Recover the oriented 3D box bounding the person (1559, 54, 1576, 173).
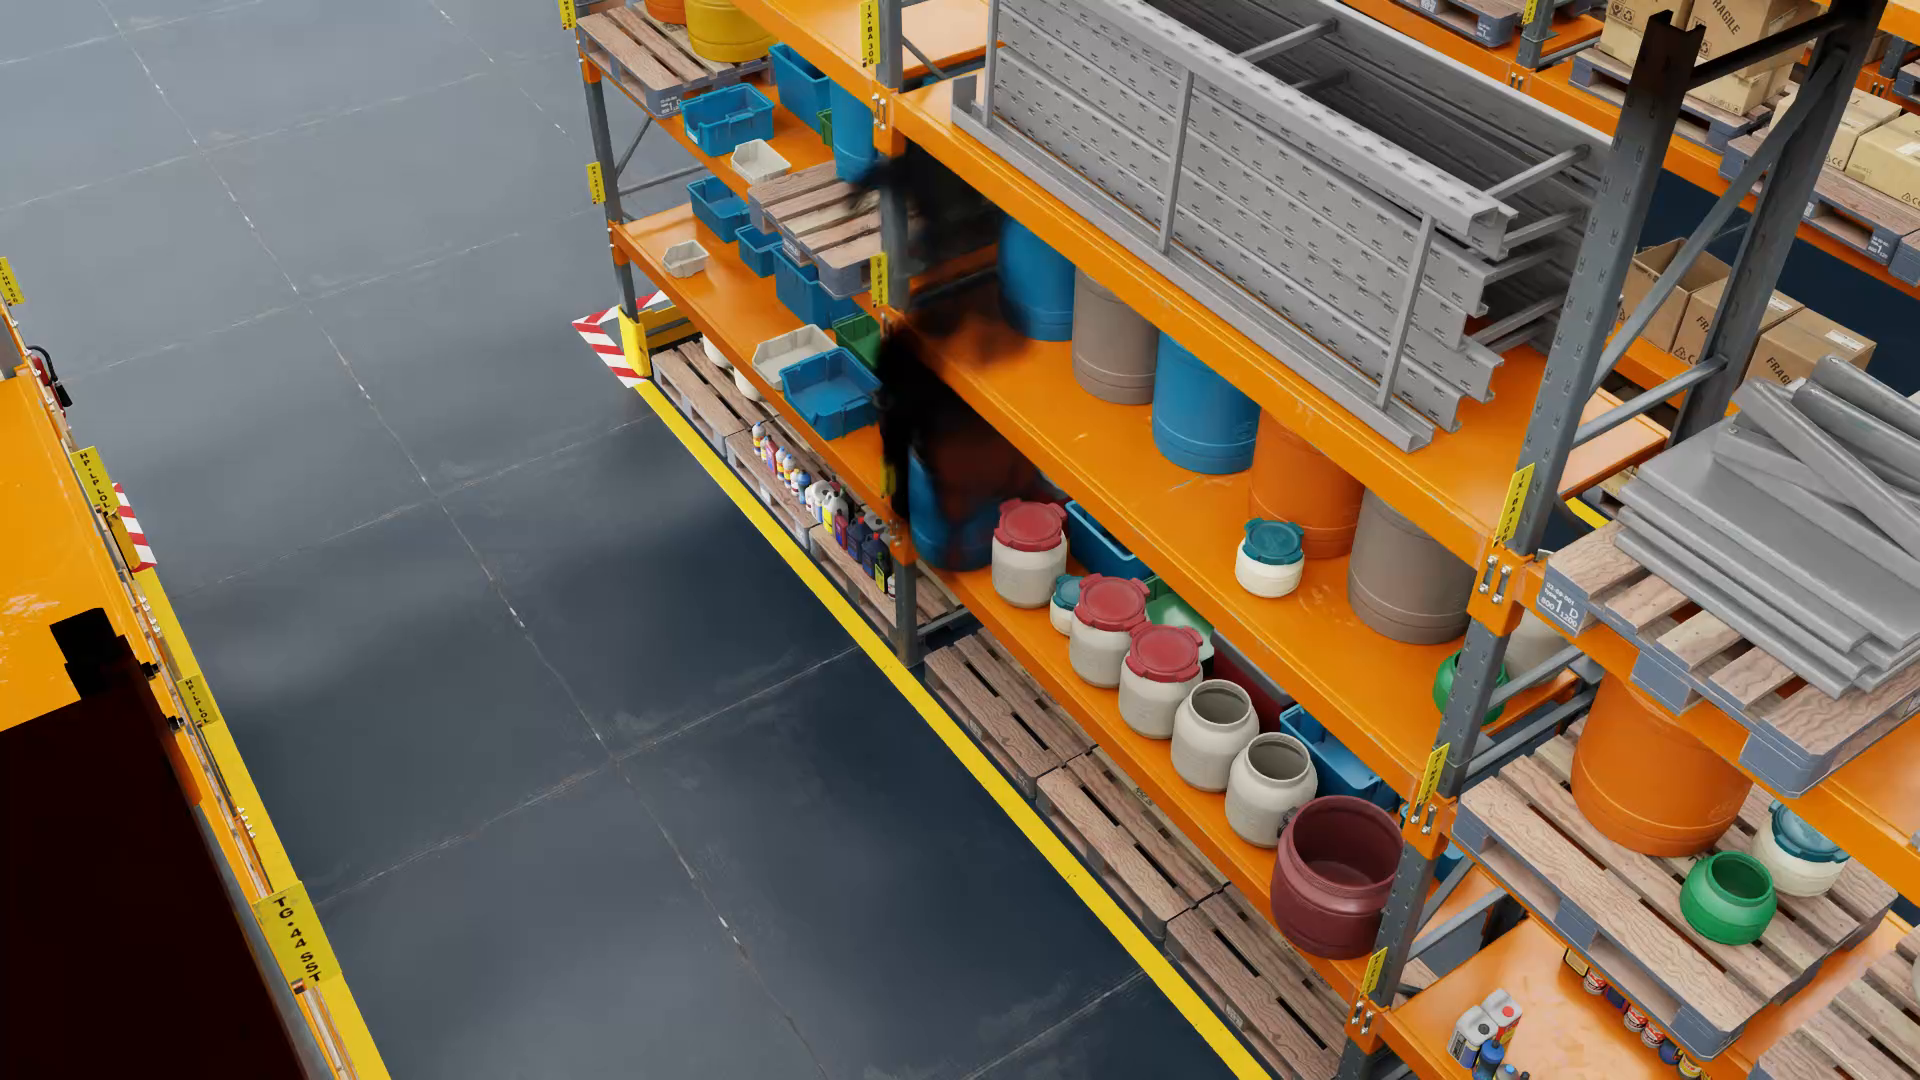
[{"bbox_3d":[5.260,-3.562,14.432,0.617,1.657,0.560,-32,51,-30],"label":"person"}]
